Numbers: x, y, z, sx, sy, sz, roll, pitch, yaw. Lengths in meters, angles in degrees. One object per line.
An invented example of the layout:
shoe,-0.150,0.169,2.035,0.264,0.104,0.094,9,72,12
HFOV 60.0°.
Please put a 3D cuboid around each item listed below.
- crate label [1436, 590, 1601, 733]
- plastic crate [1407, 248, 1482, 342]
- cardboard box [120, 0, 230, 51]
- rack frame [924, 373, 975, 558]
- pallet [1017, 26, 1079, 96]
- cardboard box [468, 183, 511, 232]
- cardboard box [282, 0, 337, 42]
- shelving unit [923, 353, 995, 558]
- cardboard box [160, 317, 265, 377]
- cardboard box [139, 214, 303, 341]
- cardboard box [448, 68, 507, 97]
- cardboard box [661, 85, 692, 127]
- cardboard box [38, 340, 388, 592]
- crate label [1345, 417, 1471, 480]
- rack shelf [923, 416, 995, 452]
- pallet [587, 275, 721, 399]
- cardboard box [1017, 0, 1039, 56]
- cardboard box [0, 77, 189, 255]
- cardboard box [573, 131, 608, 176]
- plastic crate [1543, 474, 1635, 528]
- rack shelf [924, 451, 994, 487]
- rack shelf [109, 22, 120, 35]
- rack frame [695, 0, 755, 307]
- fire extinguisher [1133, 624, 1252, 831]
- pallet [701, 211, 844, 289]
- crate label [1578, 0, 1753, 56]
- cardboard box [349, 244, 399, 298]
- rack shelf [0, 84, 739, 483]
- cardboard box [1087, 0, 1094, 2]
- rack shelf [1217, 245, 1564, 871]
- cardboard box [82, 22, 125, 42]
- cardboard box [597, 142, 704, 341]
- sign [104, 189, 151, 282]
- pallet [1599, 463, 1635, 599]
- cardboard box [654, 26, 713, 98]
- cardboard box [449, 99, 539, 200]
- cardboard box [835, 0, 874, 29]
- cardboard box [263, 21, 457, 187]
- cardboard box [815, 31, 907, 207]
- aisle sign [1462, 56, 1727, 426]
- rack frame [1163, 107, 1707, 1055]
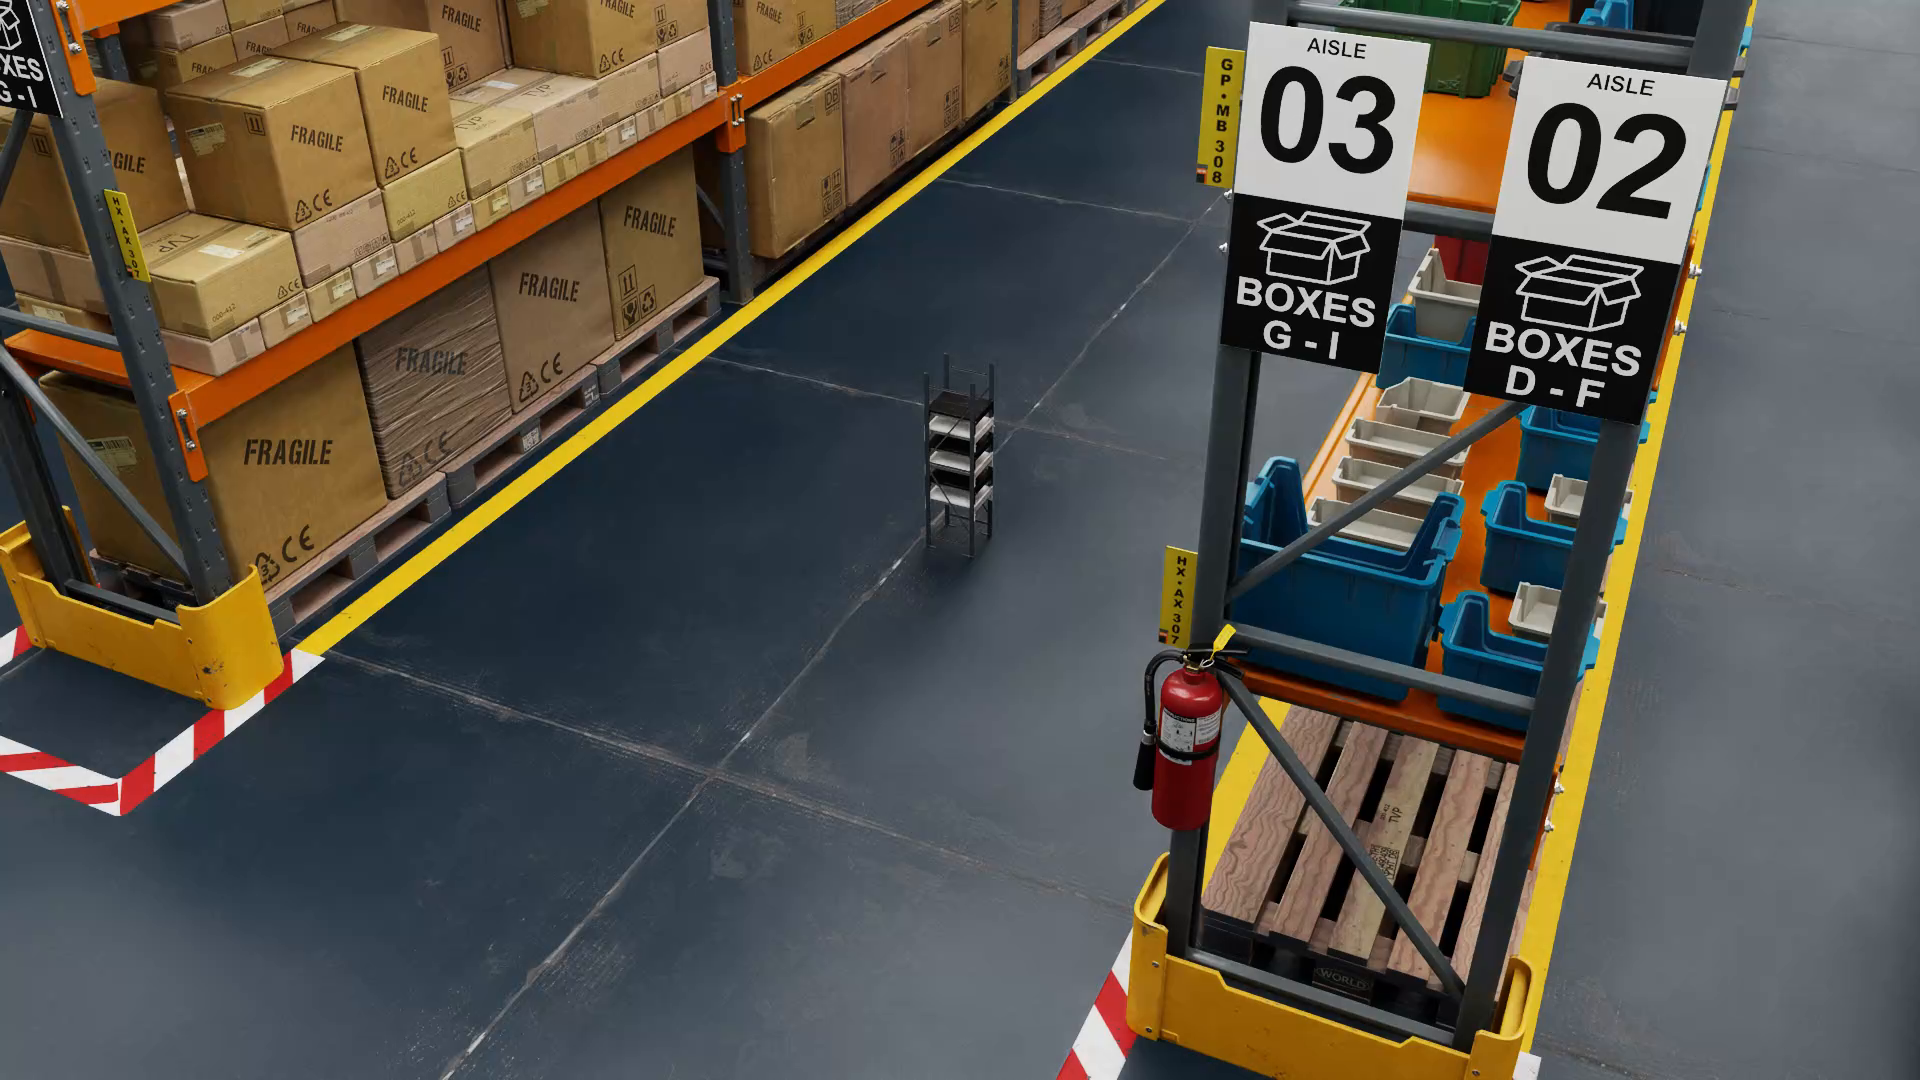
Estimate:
crate label,1.518,0.348,4.582,0.416,0.233,0.303,14,36,20
plastic crate,1.983,-0.899,6.439,0.437,0.282,0.530,14,36,20
cardboard box,-5.623,-3.717,11.897,0.500,0.250,0.500,13,35,18
rack frame,-0.046,-0.322,7.420,0.240,0.900,0.006,14,36,20
pallet,0.292,-3.993,13.647,1.003,0.211,1.213,14,36,20
cardboard box,-2.292,-1.548,7.605,0.380,0.149,0.250,13,36,19
cardboard box,-5.195,-3.932,12.907,0.500,0.500,0.500,15,36,21
shelving unit,-0.003,-0.372,7.497,0.258,0.900,0.210,14,36,20
cardboard box,-2.935,-0.782,6.436,0.380,0.149,0.250,15,36,21
cardboard box,-2.937,-1.025,6.443,0.500,0.250,0.500,13,36,19
cardboard box,-2.568,-2.160,8.174,0.500,0.250,0.500,15,36,22
cardboard box,-1.647,-2.317,8.778,0.380,0.149,0.250,15,36,21
cardboard box,-3.188,-0.410,7.194,0.875,0.875,0.875,14,36,20
crate label,1.521,-0.297,5.654,0.396,0.136,0.243,14,36,20
rack shelf,-0.003,-0.495,7.417,0.258,0.077,0.200,14,36,20
pallet,-2.099,-1.251,9.466,1.003,0.211,1.213,14,36,20
cardboard box,0.226,-4.247,13.370,0.700,0.500,0.500,12,35,18
cardboard box,-3.418,-1.464,6.429,0.500,0.500,0.500,15,36,21
cardboard box,-1.970,-1.933,8.192,0.380,0.149,0.250,15,36,21
plastic crate,2.011,-0.090,5.338,0.250,0.136,0.298,14,36,20
rack shelf,-0.003,-0.344,7.515,0.258,0.077,0.200,14,36,20
rack shelf,-5.335,-4.661,12.780,1.077,0.370,4.000,14,36,20
rack frame,-1.709,-2.778,9.251,1.000,3.000,0.127,14,36,20
fire extinguisher,0.640,0.510,4.648,0.296,0.674,0.183,14,36,20
pallet,-1.455,-2.013,10.628,1.003,0.211,1.213,14,36,20
crate label,1.795,-1.227,4.286,0.408,0.251,0.502,14,36,20
cardboard box,-2.614,-1.168,7.024,0.380,0.149,0.250,14,36,20
rack shelf,-2.546,-1.481,7.929,1.077,0.370,4.000,14,36,20
cardboard box,0.911,-5.088,14.653,0.700,0.500,0.500,11,35,16
rack shelf,1.952,-0.345,6.196,1.077,0.370,4.000,14,36,20
cardboard box,-6.090,-3.839,12.082,0.500,0.250,0.500,13,36,19
cardboard box,-2.058,-1.755,9.245,0.875,0.875,0.875,14,36,20
sign,-2.881,-1.051,5.755,0.100,0.325,0.005,14,36,20
pallet,2.517,-0.100,7.711,1.003,0.211,1.213,14,36,20
cardboard box,-1.656,-2.560,8.783,0.500,0.250,0.500,14,36,20
cardboard box,-2.298,-1.796,7.618,0.500,0.250,0.500,13,36,20
cardboard box,-0.871,-3.491,10.248,0.500,0.500,0.500,13,36,19
cardboard box,-2.516,-1.847,7.012,0.500,0.500,0.500,13,35,19
cardboard box,-1.087,-2.834,10.891,1.225,0.875,0.875,13,35,19
aisle sign,1.355,-0.633,3.609,0.394,0.787,0.004,14,36,20
rack frame,1.116,0.350,4.480,1.000,3.000,0.127,14,36,20
